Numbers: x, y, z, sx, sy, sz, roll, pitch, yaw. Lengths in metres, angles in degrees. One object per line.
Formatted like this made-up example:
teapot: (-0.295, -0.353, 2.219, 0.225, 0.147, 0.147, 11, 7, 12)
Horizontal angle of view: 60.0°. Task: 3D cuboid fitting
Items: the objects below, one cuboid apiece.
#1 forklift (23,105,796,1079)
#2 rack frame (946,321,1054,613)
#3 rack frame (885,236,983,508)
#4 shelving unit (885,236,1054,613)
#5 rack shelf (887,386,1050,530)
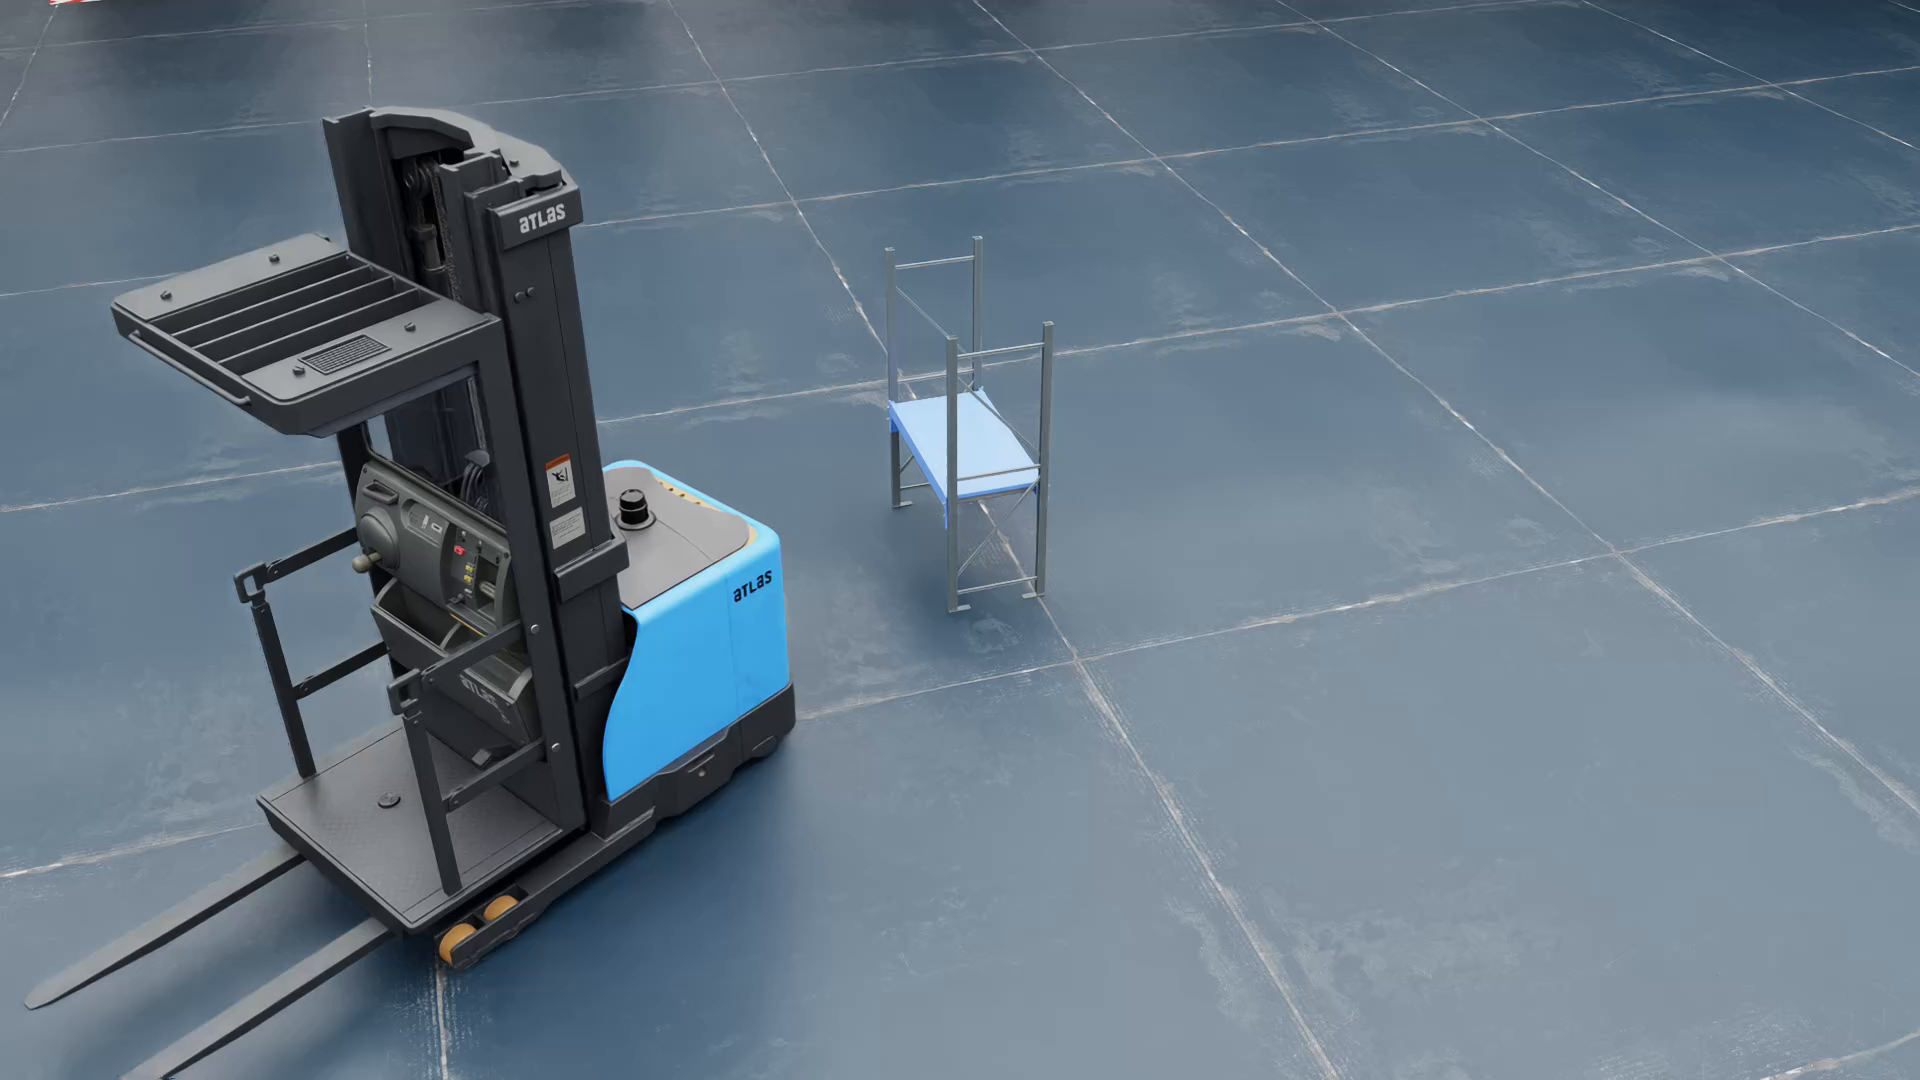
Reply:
forklift: (-2.072, 0.083, 5.966, 1.130, 2.935, 3.031, 25, 41, 33)
rack frame: (0.181, -0.314, 7.865, 0.500, 1.500, 0.032, -10, 35, -15)
rack frame: (-0.129, -0.848, 8.673, 0.500, 1.500, 0.032, -10, 35, -15)
shelving unit: (0.026, -0.581, 8.269, 0.538, 1.500, 1.048, -10, 35, -15)
rack shelf: (0.026, -0.431, 8.368, 0.538, 0.185, 1.000, -10, 35, -15)
